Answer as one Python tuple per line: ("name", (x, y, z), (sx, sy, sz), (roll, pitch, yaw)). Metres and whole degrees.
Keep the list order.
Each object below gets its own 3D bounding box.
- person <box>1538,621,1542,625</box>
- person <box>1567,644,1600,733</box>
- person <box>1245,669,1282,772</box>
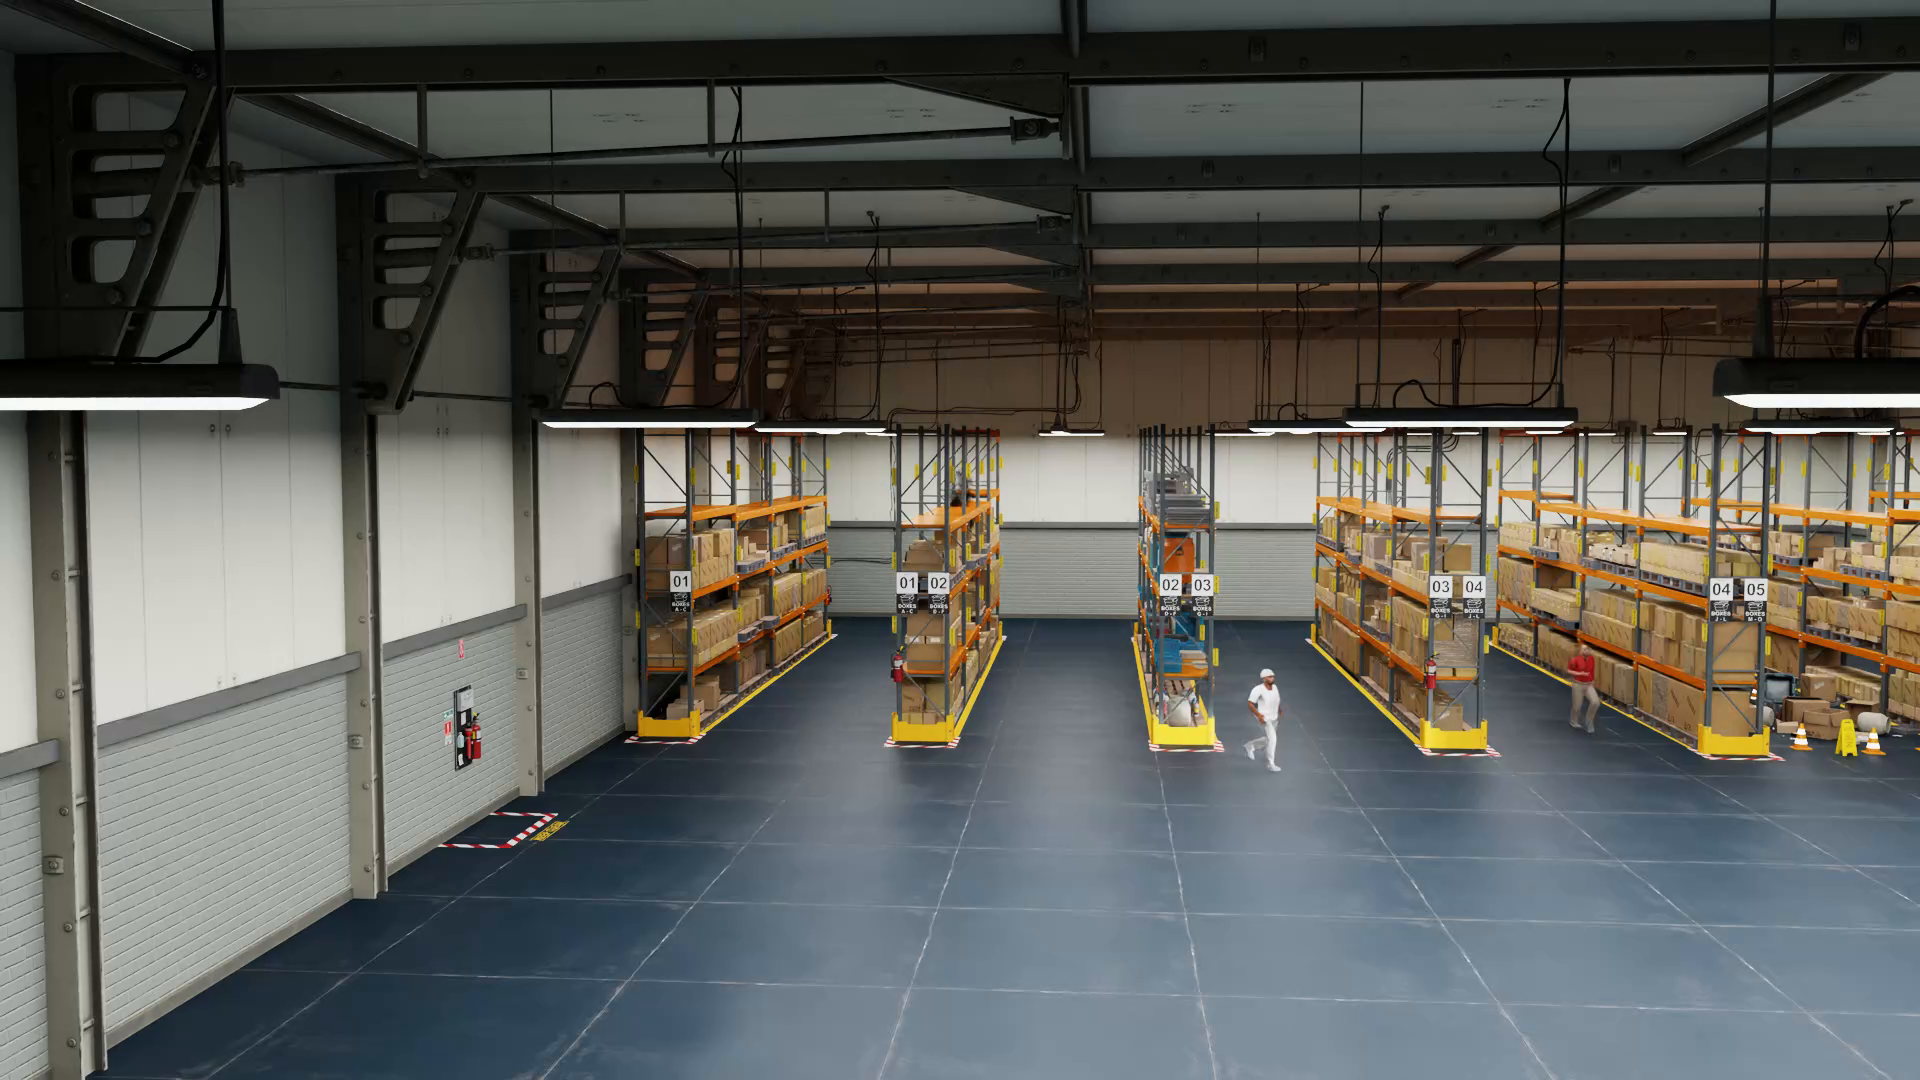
("person", (16.431, 2.103, 46.980), (0.603, 1.557, 0.496), (-2, 4, -34))
("person", (12.164, 2.904, 32.520), (0.641, 1.759, 0.790), (0, 3, -5))
("person", (5.261, 3.092, 28.794), (0.697, 1.754, 0.807), (-3, 5, -42))
